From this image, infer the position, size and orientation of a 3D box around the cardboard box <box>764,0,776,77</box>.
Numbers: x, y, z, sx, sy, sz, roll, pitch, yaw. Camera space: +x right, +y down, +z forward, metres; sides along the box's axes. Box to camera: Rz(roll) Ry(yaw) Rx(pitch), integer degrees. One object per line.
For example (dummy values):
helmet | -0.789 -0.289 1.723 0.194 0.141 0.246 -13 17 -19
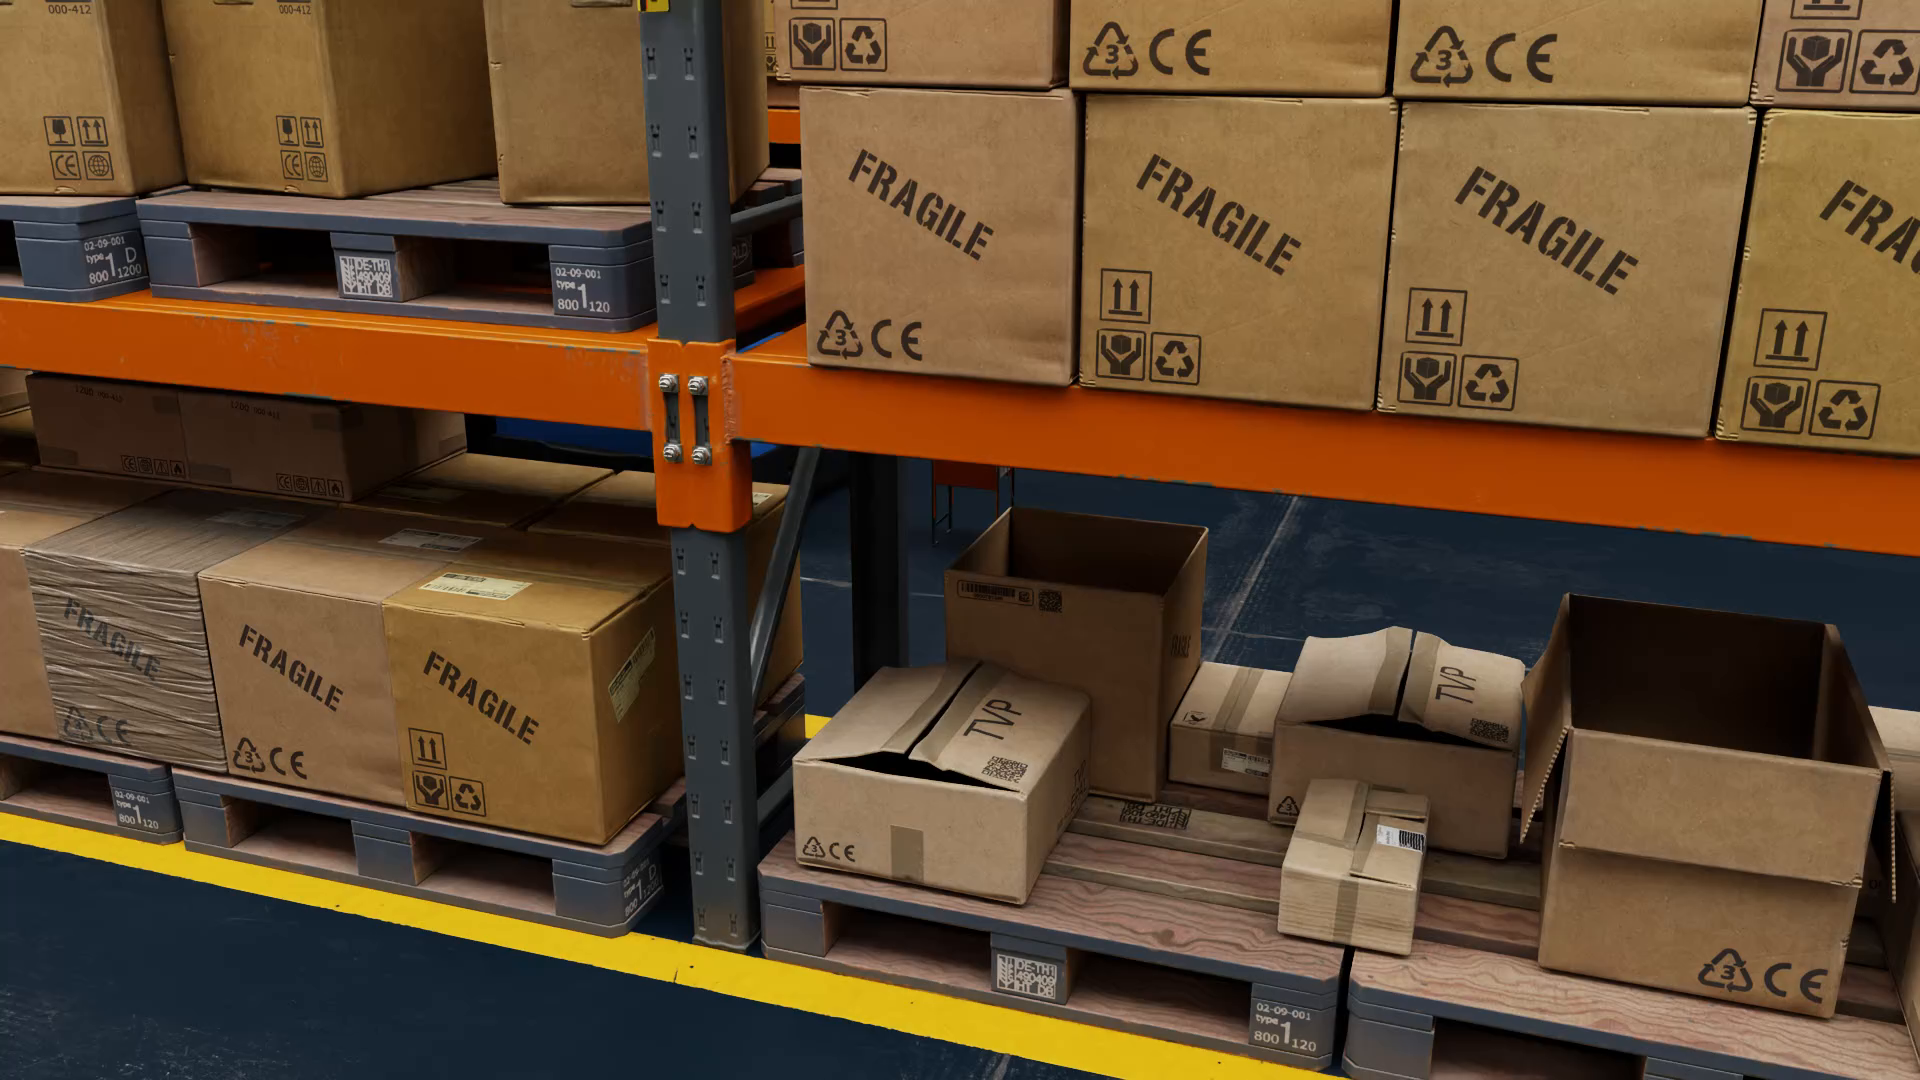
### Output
cardboard box | -0.679 -2.565 8.244 0.500 0.500 0.500 7 20 20

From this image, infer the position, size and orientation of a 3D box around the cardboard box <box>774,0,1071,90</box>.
cardboard box | 0.001 -1.076 2.934 0.500 0.500 0.500 7 20 19

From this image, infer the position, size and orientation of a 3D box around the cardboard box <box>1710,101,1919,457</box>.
cardboard box | 1.478 -0.439 2.625 0.500 0.500 0.500 6 20 17

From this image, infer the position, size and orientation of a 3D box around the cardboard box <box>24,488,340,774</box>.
cardboard box | -1.850 0.203 4.065 0.500 0.500 0.500 7 20 19

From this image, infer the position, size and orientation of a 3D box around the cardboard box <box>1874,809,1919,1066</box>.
cardboard box | 1.945 0.734 2.922 0.500 0.250 0.500 7 20 18

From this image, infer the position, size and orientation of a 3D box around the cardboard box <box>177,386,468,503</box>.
cardboard box | -1.673 -0.312 4.405 0.500 0.250 0.500 7 20 18

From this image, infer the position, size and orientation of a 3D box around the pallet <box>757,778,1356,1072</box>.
pallet | 0.297 0.697 3.757 1.213 0.211 1.003 7 20 18

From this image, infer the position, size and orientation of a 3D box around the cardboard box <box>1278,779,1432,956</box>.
cardboard box | 0.794 0.638 3.324 0.250 0.166 0.380 7 20 18

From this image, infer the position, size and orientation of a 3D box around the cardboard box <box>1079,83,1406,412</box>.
cardboard box | 0.525 -0.548 2.939 0.500 0.500 0.500 7 20 19

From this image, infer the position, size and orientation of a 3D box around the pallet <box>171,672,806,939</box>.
pallet | -1.132 0.546 4.189 1.213 0.211 1.003 7 20 18

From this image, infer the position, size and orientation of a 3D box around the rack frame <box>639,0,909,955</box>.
rack frame | -0.352 -0.695 3.512 0.127 3.000 1.000 7 20 18

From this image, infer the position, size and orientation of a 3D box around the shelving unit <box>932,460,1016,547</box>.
shelving unit | 0.051 -0.490 5.887 0.252 1.050 0.215 7 20 18

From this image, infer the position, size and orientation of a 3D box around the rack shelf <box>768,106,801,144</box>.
rack shelf | -0.619 -2.112 8.670 4.000 0.370 1.077 7 20 18

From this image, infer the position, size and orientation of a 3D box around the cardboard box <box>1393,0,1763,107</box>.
cardboard box | 0.974 -0.964 2.615 0.500 0.500 0.500 6 20 16

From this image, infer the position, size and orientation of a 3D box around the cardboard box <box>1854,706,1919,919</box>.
cardboard box | 2.062 0.573 3.384 0.500 0.250 0.500 7 20 18

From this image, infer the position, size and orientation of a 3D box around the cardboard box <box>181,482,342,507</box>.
cardboard box | -1.706 0.039 4.535 0.500 0.500 0.500 7 20 19

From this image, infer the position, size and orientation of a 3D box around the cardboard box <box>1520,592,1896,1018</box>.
cardboard box | 1.425 0.478 3.273 0.637 0.503 0.797 7 20 18

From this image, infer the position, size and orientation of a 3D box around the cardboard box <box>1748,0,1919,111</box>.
cardboard box | 1.462 -0.909 2.455 0.500 0.500 0.500 7 20 20

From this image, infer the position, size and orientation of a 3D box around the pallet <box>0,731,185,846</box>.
pallet | -2.289 0.415 4.566 1.213 0.211 1.003 7 20 18

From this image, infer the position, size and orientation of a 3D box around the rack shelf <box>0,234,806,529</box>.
rack shelf | -2.241 -0.571 4.250 4.000 0.370 1.077 7 20 18

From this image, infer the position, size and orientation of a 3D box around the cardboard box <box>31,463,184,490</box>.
cardboard box | -2.183 -0.015 4.692 0.500 0.500 0.500 6 20 16

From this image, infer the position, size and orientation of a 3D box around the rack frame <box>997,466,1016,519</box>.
rack frame | 0.166 -0.477 5.849 0.008 1.050 0.200 7 20 18

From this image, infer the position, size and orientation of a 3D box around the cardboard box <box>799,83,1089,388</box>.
cardboard box | 0.040 -0.602 3.094 0.500 0.500 0.500 7 20 19

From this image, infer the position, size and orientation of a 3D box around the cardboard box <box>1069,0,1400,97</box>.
cardboard box | 0.489 -1.020 2.774 0.500 0.500 0.500 6 20 16

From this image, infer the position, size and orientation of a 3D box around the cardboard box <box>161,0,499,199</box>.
cardboard box | -1.396 -1.115 3.929 0.500 0.500 0.700 10 22 27

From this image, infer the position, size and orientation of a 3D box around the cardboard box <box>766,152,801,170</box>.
cardboard box | -1.031 -1.634 8.834 0.750 0.750 0.750 6 20 18

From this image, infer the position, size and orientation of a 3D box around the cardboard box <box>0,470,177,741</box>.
cardboard box | -2.331 0.149 4.220 0.500 0.500 0.500 6 20 16

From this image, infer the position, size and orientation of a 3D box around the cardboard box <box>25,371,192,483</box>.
cardboard box | -2.147 -0.366 4.560 0.500 0.250 0.500 6 20 17

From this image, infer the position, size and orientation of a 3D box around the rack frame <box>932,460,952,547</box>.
rack frame | -0.065 -0.503 5.925 0.008 1.050 0.200 7 20 18

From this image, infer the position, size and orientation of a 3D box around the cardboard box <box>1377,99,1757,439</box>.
cardboard box | 0.997 -0.493 2.782 0.500 0.500 0.500 6 20 18

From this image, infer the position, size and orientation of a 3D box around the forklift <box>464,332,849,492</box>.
forklift | -1.938 -1.704 6.512 3.031 2.935 1.130 9 21 24

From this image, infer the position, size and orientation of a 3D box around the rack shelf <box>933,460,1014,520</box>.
rack shelf | 0.051 -0.218 5.982 0.240 0.259 0.215 7 20 18

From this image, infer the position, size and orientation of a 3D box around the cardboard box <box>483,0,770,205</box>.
cardboard box | -0.726 -1.061 3.773 0.500 0.500 0.700 0 19 0

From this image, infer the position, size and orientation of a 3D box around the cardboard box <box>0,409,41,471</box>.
cardboard box | -2.681 -0.070 4.849 0.500 0.500 0.500 6 20 16

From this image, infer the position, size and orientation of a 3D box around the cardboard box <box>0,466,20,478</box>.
cardboard box | -2.825 0.094 4.377 0.500 0.500 0.500 6 20 17

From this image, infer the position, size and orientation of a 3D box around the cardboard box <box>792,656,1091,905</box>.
cardboard box | -0.026 0.480 3.559 0.500 0.311 0.500 7 20 18

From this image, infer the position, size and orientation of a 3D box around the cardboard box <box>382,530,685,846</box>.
cardboard box | -0.912 0.314 3.748 0.500 0.500 0.500 6 20 18

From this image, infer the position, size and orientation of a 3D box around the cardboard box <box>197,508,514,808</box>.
cardboard box | -1.376 0.258 3.909 0.500 0.500 0.500 7 20 18

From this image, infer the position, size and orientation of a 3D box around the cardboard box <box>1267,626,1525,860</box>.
cardboard box | 0.988 0.422 3.726 0.500 0.311 0.500 7 20 18

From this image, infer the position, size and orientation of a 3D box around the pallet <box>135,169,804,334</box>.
pallet | -1.071 -0.724 3.888 1.213 0.211 1.003 7 20 18

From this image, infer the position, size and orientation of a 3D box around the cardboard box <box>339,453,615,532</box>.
cardboard box | -1.236 0.096 4.373 0.500 0.500 0.500 7 20 19

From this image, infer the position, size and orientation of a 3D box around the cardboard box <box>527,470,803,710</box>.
cardboard box | -0.729 0.150 4.218 0.500 0.500 0.500 6 20 16

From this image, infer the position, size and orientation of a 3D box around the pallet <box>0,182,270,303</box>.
pallet | -2.292 -0.827 4.184 1.213 0.211 1.003 7 20 18

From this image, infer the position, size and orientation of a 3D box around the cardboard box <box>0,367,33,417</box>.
cardboard box | -3.115 -0.475 4.873 0.500 0.250 0.500 7 21 20

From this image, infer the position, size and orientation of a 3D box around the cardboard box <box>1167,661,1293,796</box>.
cardboard box | 0.654 0.439 3.922 0.250 0.149 0.380 7 20 18

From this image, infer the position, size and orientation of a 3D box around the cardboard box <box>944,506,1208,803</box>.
cardboard box | 0.280 0.251 3.927 0.500 0.500 0.500 7 20 18

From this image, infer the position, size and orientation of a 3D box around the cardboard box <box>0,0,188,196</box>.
cardboard box | -2.041 -1.112 3.919 0.500 0.500 0.700 1 19 4

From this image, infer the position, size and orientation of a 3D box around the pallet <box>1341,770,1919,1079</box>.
pallet | 1.453 0.828 3.381 1.213 0.211 1.003 7 20 18

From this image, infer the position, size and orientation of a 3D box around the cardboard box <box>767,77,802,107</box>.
cardboard box | -0.820 -2.288 8.435 0.250 0.149 0.380 7 20 18

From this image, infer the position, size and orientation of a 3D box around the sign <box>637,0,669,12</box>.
sign | -0.530 -1.068 2.825 0.005 0.325 0.100 7 20 18

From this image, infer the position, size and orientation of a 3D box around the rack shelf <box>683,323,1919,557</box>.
rack shelf | 1.538 -0.139 3.010 4.000 0.370 1.077 7 20 18
